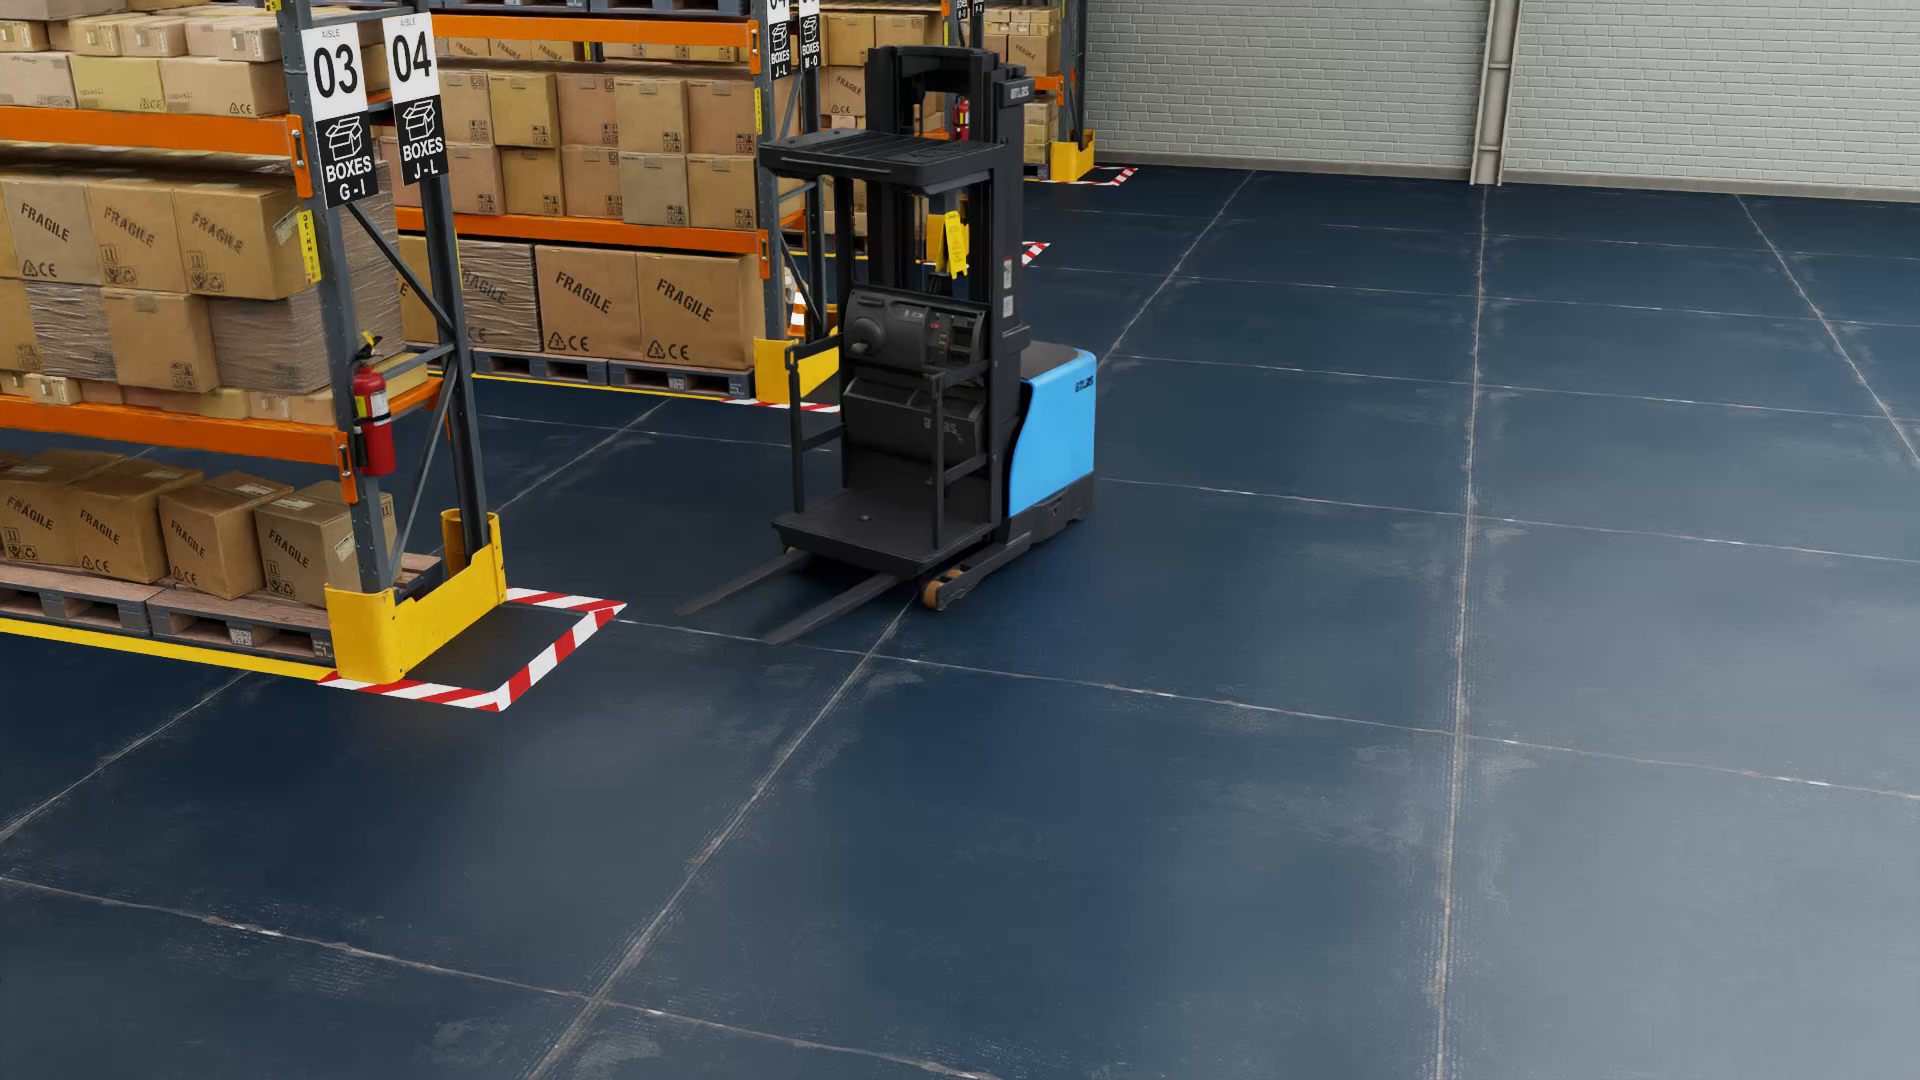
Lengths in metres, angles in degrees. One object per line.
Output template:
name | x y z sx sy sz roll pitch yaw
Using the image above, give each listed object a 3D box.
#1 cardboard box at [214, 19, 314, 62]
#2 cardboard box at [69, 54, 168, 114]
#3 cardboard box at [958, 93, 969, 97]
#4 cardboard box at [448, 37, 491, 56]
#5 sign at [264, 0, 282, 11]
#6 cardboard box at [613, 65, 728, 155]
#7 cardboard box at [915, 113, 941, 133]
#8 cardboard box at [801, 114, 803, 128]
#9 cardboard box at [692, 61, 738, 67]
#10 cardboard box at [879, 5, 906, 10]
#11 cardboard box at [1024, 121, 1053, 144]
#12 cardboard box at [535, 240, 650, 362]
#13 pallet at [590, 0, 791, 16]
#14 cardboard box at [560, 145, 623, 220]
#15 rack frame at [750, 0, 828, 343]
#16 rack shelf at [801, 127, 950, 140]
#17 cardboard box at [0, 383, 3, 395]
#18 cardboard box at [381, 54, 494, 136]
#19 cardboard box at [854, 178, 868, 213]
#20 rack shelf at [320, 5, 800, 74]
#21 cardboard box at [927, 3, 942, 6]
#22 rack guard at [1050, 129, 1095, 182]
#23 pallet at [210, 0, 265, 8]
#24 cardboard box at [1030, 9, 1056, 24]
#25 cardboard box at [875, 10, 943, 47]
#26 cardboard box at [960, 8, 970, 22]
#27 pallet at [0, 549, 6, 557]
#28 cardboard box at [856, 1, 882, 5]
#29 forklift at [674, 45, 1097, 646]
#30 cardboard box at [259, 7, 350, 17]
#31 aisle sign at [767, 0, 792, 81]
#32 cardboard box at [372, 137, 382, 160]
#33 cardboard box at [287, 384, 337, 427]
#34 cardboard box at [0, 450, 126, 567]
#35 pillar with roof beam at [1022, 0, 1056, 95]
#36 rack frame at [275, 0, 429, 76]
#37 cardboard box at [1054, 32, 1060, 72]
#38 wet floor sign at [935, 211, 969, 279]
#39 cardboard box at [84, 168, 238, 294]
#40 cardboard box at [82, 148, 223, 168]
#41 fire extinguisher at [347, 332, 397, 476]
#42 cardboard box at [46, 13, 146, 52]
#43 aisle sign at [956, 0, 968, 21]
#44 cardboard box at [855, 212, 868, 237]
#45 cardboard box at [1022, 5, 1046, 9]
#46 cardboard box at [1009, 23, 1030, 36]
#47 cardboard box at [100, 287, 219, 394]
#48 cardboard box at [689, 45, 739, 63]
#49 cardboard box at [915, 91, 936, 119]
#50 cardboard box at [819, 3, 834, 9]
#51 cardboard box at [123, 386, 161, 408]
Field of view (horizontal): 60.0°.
cardboard box | -3.176 -2.287 7.613 0.250 0.149 0.380 7 23 16
cardboard box | -3.834 -2.200 7.925 0.500 0.250 0.500 7 23 16
cardboard box | 0.112 -5.890 22.429 0.500 0.250 0.500 6 23 15
cardboard box | -5.263 -5.364 18.318 0.500 0.500 0.500 7 23 17
sign | -2.999 -2.465 7.208 0.005 0.325 0.100 7 23 16
cardboard box | -2.188 -3.309 12.763 0.550 0.550 0.875 7 23 16
cardboard box | -0.377 -4.315 17.167 0.250 0.149 0.380 7 23 17
cardboard box | -1.622 -4.429 17.447 0.250 0.149 0.380 6 23 15
cardboard box | -2.482 -4.834 17.579 0.500 0.500 0.500 6 23 15
cardboard box | -0.881 -6.939 21.855 0.250 0.149 0.380 6 23 15
cardboard box | 0.917 -5.365 21.807 0.500 0.250 0.500 6 23 15
cardboard box | -2.802 -2.015 13.477 0.875 0.875 0.875 6 23 15
pallet | -2.004 -4.082 12.434 1.213 0.211 1.003 7 23 16
cardboard box | -2.692 -2.911 13.217 0.550 0.550 0.875 7 23 16
rack frame | -1.290 -2.658 12.798 0.127 3.000 1.000 7 23 16
rack shelf | -1.872 -4.354 17.880 4.000 0.370 1.077 7 23 16
cardboard box | -5.091 -0.897 8.835 0.250 0.149 0.380 7 23 16
cardboard box | -4.217 -3.595 13.460 0.550 0.550 0.875 7 23 16
cardboard box | -0.800 -3.730 17.492 0.500 0.500 0.500 7 23 16
rack shelf | -3.205 -3.932 12.899 4.000 0.370 1.077 7 23 16
cardboard box | -0.259 -7.050 22.126 0.250 0.149 0.380 7 23 16
rack guard | 1.496 -5.112 22.075 0.348 0.500 1.175 7 23 16
pallet | -6.012 -4.478 13.535 1.217 0.209 0.805 6 23 13
cardboard box | 1.069 -6.718 21.317 0.250 0.149 0.380 7 23 16
cardboard box | -0.509 -5.091 16.887 0.500 0.500 0.700 6 23 14
cardboard box | 0.067 -6.795 21.505 0.250 0.149 0.380 7 23 17
pallet | -5.996 0.045 9.881 1.213 0.211 1.003 7 23 16
cardboard box | -1.221 -7.197 22.485 0.250 0.149 0.380 6 23 14
forklift | -0.382 -1.166 9.250 1.130 2.935 3.031 14 26 31
cardboard box | -3.237 -2.548 8.248 0.250 0.149 0.380 7 23 17
aisle sign | -1.309 -3.744 12.020 0.004 0.787 0.394 7 23 16
cardboard box | -4.763 -3.130 13.750 0.550 0.550 0.875 7 23 16
cardboard box | -3.152 -0.707 8.372 0.250 0.149 0.380 7 23 16
cardboard box | -5.110 -0.185 9.510 0.500 0.500 0.500 4 23 11
pillar with roof beam | -0.177 -7.887 17.639 0.400 9.000 9.100 7 23 16
rack frame | -2.820 -3.643 7.293 0.127 3.000 1.000 7 23 16
cardboard box | 1.079 -6.473 21.966 0.500 0.500 0.500 7 23 17
wet floor sign | -0.085 -2.969 16.657 0.232 0.644 0.267 16 27 34
cardboard box | -3.898 -1.537 8.223 0.500 0.500 0.500 7 23 16
cardboard box | -4.224 -1.785 8.827 0.500 0.500 0.500 7 23 16
fire extinguisher | -2.843 -0.651 8.007 0.183 0.674 0.296 7 23 16
cardboard box | -4.133 -2.440 7.985 0.250 0.149 0.380 7 23 16
aisle sign | 0.018 -5.558 16.442 0.004 0.787 0.394 7 23 16
cardboard box | -0.832 -3.383 17.635 0.500 0.250 0.500 6 23 15
cardboard box | 0.977 -6.922 21.814 0.250 0.149 0.380 7 23 17
cardboard box | 0.807 -6.571 21.351 0.250 0.149 0.380 7 23 16
cardboard box | -3.852 -1.132 8.555 0.500 0.500 0.875 7 23 16
cardboard box | -2.473 -5.297 17.389 0.500 0.500 0.700 6 23 14
cardboard box | -0.557 -4.611 17.035 0.500 0.500 0.500 6 23 15
cardboard box | -1.855 -7.062 22.155 0.250 0.149 0.380 7 23 16
cardboard box | -4.108 -0.819 8.645 0.250 0.149 0.380 7 23 16
